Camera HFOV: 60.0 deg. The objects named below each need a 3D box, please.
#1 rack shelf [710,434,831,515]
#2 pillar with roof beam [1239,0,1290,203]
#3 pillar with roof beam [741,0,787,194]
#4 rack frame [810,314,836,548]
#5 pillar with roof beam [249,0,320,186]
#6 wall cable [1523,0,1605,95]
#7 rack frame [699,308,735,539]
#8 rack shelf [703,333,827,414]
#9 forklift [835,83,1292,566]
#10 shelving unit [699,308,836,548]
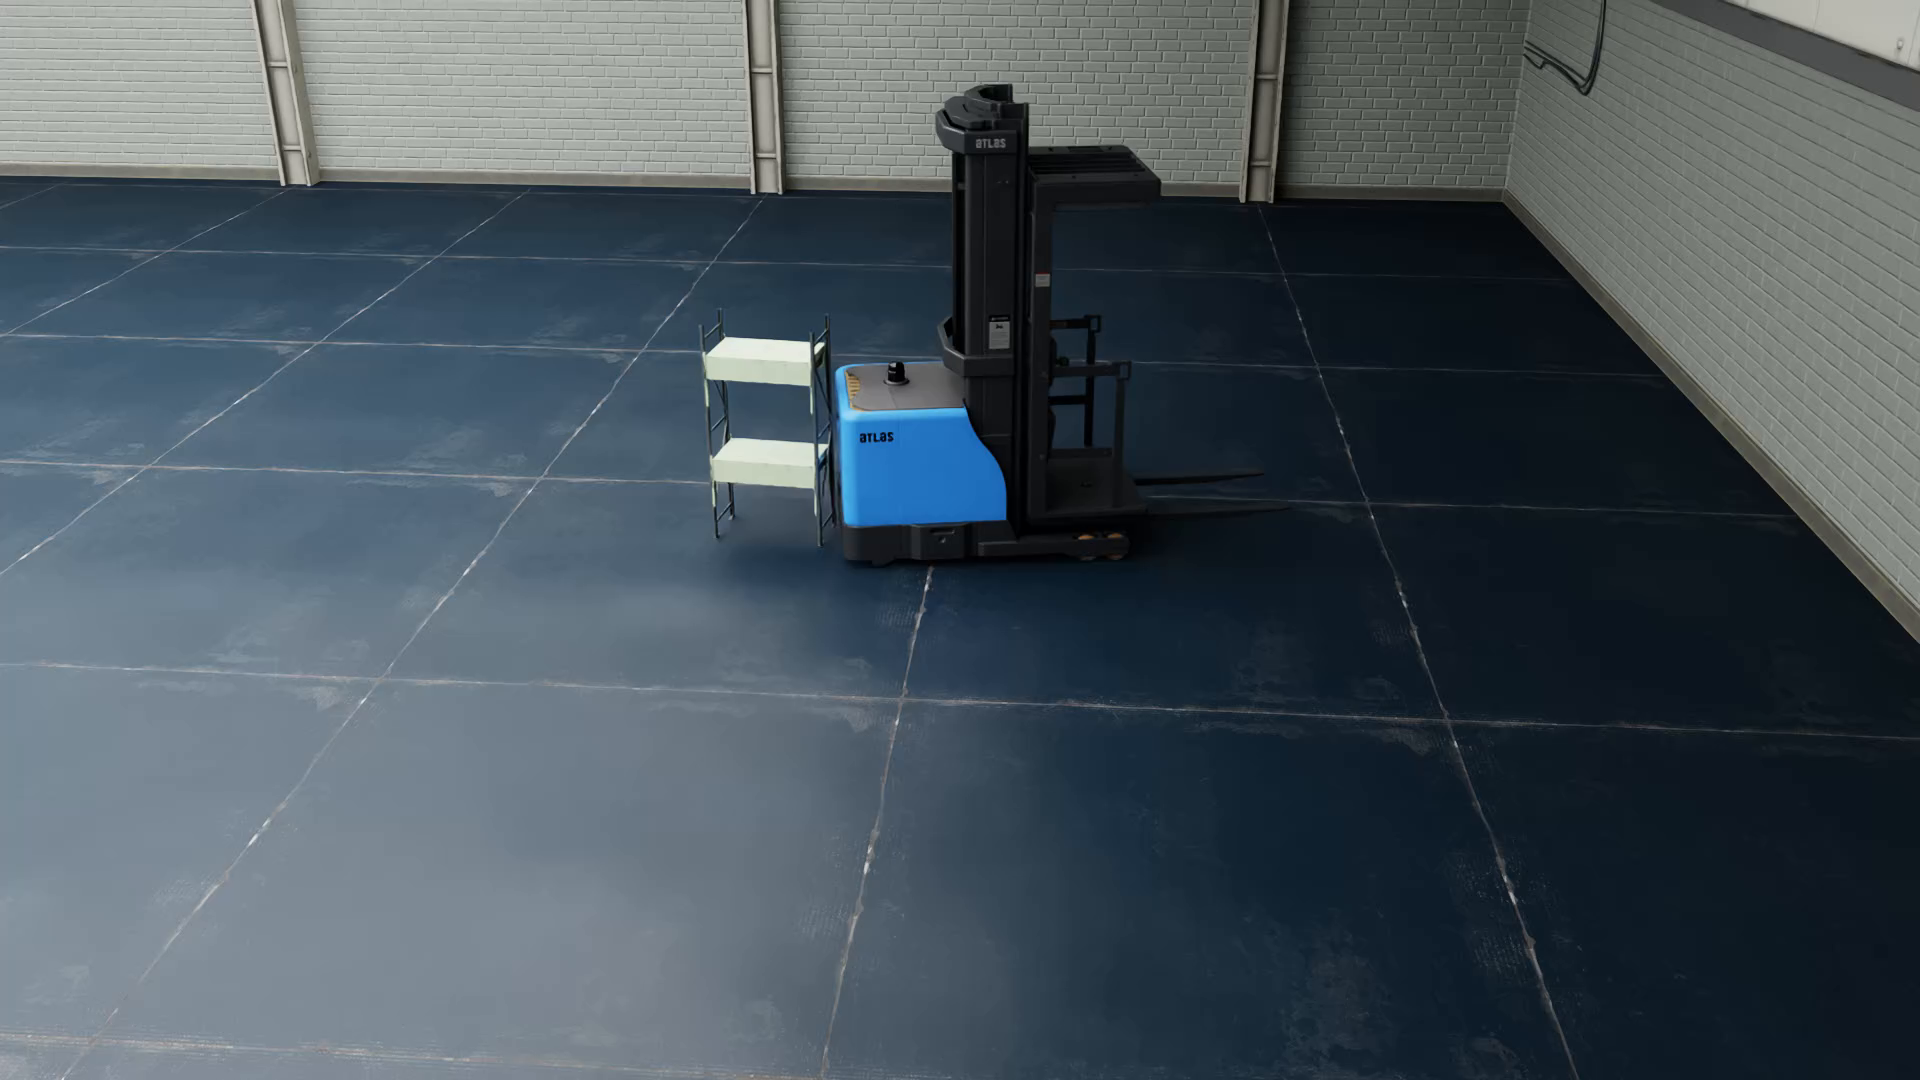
[{"bbox_3d":[-1.263,-0.446,11.204,0.720,0.370,0.431,5,25,10],"label":"rack shelf"},{"bbox_3d":[3.279,-6.440,14.481,0.400,9.000,9.100,2,25,4],"label":"pillar with roof beam"},{"bbox_3d":[-2.704,-6.632,14.898,0.400,9.000,9.100,2,25,4],"label":"pillar with roof beam"},{"bbox_3d":[-0.904,-0.713,11.005,0.023,1.500,0.400,5,25,10],"label":"rack frame"},{"bbox_3d":[-8.686,-6.824,15.315,0.400,9.000,9.100,2,25,4],"label":"pillar with roof beam"},{"bbox_3d":[6.445,-6.178,17.626,0.112,2.526,3.097,2,25,4],"label":"wall cable"},{"bbox_3d":[-1.622,-0.771,11.131,0.023,1.500,0.400,5,25,10],"label":"rack frame"},{"bbox_3d":[-1.263,-1.096,10.904,0.720,0.370,0.431,5,25,10],"label":"rack shelf"},{"bbox_3d":[0.694,-1.414,10.817,3.031,2.935,1.130,-3,25,-6],"label":"forklift"},{"bbox_3d":[-1.263,-0.742,11.068,0.755,1.500,0.431,5,25,10],"label":"shelving unit"}]
